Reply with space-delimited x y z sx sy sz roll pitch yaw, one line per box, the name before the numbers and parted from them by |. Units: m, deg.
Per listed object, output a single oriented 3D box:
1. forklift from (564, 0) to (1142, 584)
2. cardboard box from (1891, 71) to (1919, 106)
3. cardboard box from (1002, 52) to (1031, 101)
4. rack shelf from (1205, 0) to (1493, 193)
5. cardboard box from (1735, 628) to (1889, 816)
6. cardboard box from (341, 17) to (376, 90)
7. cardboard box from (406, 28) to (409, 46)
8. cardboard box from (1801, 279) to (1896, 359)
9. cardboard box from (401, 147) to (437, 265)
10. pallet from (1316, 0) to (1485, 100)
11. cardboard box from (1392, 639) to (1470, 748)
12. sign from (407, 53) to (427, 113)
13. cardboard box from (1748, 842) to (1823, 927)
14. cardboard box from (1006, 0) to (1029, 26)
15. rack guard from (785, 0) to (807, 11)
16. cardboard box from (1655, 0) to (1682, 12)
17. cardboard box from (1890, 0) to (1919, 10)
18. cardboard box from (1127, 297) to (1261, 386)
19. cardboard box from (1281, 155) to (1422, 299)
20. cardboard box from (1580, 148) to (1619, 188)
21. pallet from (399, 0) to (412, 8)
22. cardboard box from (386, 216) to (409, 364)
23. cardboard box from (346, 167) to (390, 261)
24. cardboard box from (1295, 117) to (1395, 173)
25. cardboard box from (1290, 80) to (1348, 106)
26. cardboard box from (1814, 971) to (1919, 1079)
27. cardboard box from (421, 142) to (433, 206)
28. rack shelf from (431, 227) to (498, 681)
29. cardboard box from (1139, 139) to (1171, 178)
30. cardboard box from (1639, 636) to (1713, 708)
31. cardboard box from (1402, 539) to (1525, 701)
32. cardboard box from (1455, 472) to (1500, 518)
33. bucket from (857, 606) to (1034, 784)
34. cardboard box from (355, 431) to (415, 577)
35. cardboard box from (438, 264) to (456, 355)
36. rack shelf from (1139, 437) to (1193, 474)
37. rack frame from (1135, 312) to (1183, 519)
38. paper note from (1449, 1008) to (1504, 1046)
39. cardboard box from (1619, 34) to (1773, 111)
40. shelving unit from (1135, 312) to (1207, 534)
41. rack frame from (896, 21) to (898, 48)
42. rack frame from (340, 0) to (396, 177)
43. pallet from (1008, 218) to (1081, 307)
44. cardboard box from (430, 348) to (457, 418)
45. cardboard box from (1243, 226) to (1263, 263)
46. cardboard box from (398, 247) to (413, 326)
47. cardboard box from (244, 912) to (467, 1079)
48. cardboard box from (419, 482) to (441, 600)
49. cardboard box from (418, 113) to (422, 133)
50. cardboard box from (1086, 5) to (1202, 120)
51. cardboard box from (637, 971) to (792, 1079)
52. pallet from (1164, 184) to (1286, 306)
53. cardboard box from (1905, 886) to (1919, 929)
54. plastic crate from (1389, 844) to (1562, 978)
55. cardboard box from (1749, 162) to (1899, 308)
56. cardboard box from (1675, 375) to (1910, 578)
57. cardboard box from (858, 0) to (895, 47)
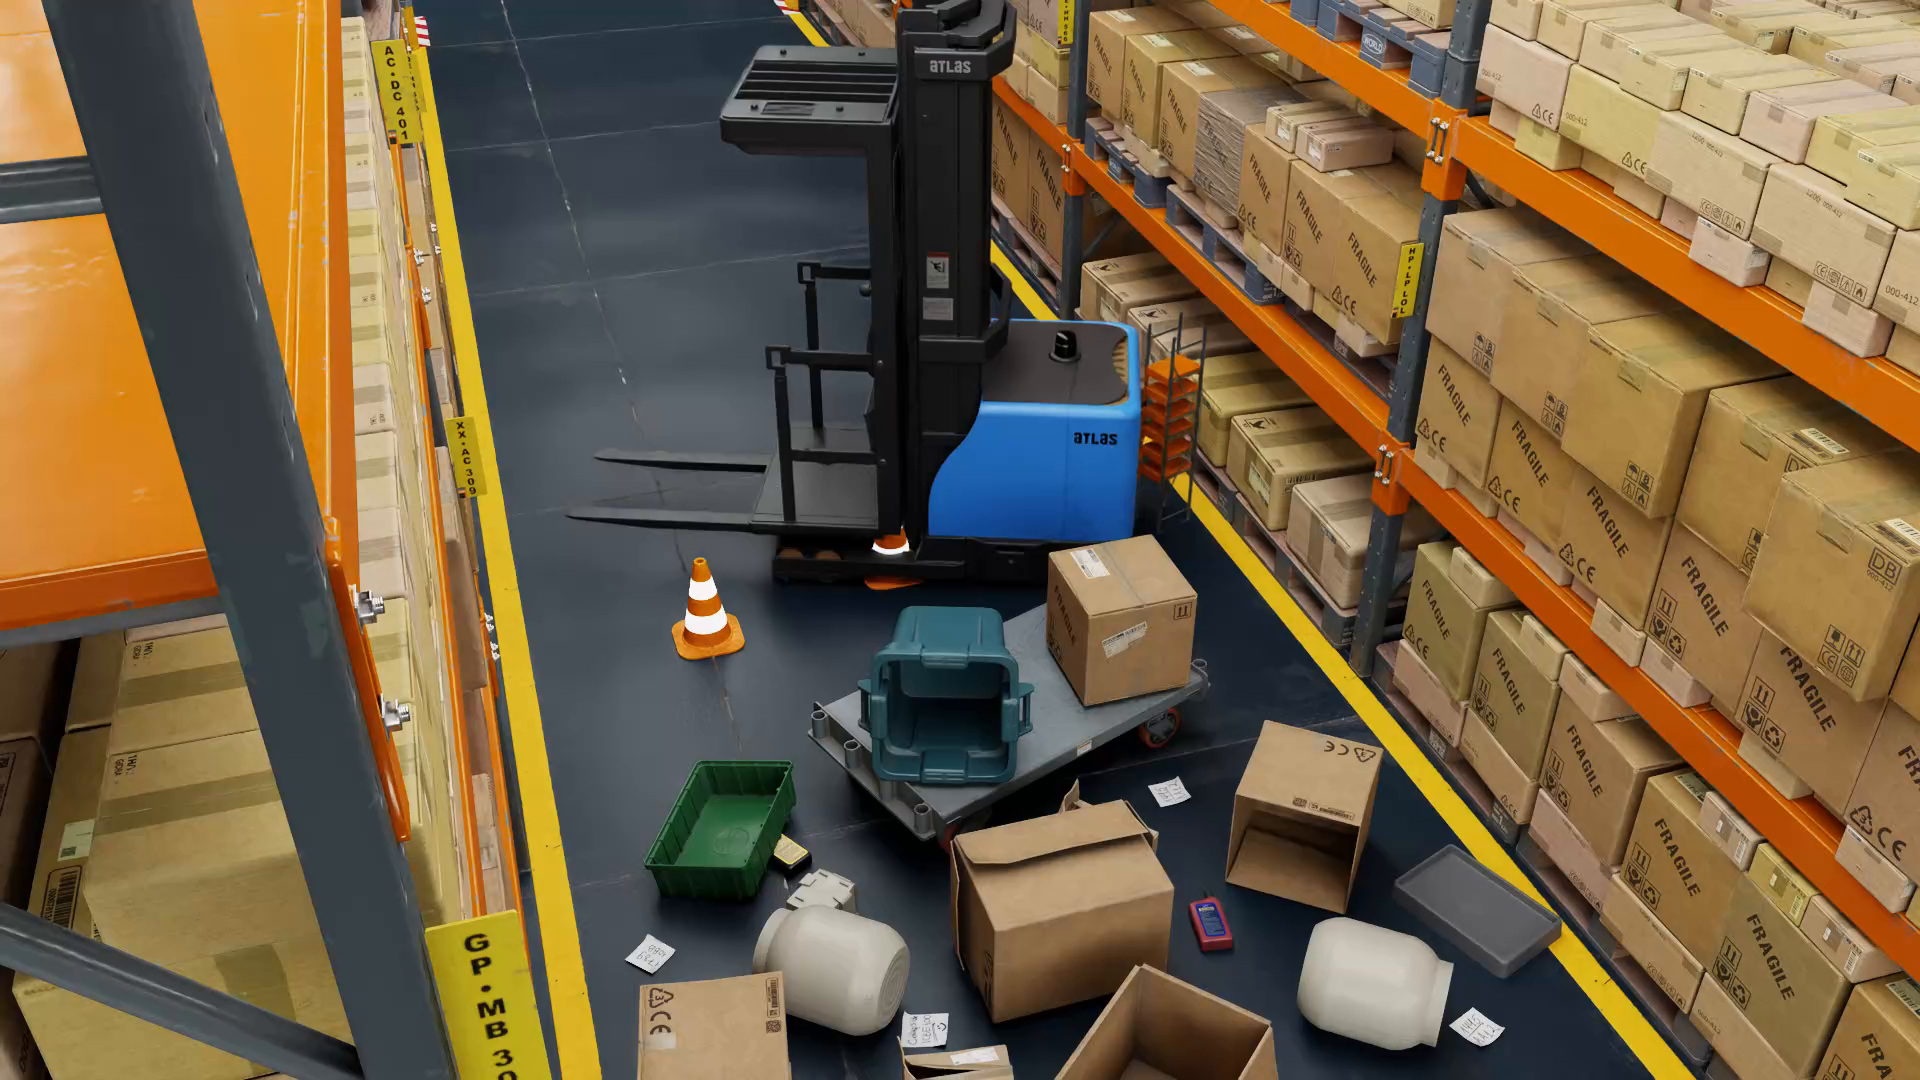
forklift | -0.576 -1.288 8.360 3.031 2.935 1.130 2 34 4
cardboard box | 3.157 -1.371 5.207 0.380 0.149 0.250 -10 35 -14
cardboard box | 0.601 -3.216 11.352 0.500 0.250 0.500 -9 35 -14
rack shelf | 1.783 -2.693 8.355 1.077 0.370 4.000 -10 35 -15
cardboard box | 2.888 0.477 5.266 0.500 0.500 0.500 -10 35 -15
cardboard box | -1.875 -1.364 4.724 0.380 0.149 0.250 -10 35 -15
cardboard box | -5.417 -4.733 15.716 0.380 0.149 0.250 -9 35 -13
cardboard box | 2.727 -0.677 4.880 0.380 0.149 0.250 -10 35 -15
cardboard box | -3.117 -1.756 8.916 0.500 0.500 0.500 -10 35 -15
pallet | 2.306 -2.206 7.137 1.213 0.211 1.003 -10 35 -15
cardboard box | 2.316 0.636 7.499 0.500 0.250 0.500 -12 35 -17
sign | -2.983 -2.484 9.058 0.100 0.325 0.005 -10 35 -15
cardboard box | 2.871 1.107 5.519 0.380 0.149 0.250 -9 35 -14
cardboard box | 0.602 -3.746 11.019 0.500 0.500 0.500 -9 35 -14
rack guard | -1.275 -5.961 17.637 1.175 0.500 0.348 -10 35 -15
cardboard box | 2.698 -2.041 6.221 0.380 0.149 0.250 -9 35 -14
cardboard box | 6.398 -3.539 11.025 0.380 0.149 0.250 -10 35 -15
cardboard box | 1.568 -1.186 10.146 0.950 0.372 0.625 -11 35 -16
cardboard box | 1.881 -1.496 7.872 0.500 0.500 0.500 -10 35 -14
cardboard box | 2.462 -1.375 5.936 0.380 0.149 0.250 -10 35 -15
pallet | -3.264 -2.749 7.960 1.213 0.211 1.003 -8 34 -13
cardboard box | -1.591 -0.592 3.918 0.500 0.250 0.500 -10 35 -15
cardboard box | -1.491 -0.701 3.721 0.380 0.149 0.250 -10 35 -15
cardboard box | 1.814 -1.867 7.844 0.380 0.149 0.250 -11 35 -16
cardboard box | 2.065 -2.119 8.814 0.500 0.500 0.500 -11 35 -17
cardboard box | 3.120 1.691 5.222 0.500 0.500 0.500 -10 35 -14
cardboard box | -4.265 -2.792 12.460 0.500 0.500 0.500 -11 35 -16
rack shelf | -2.900 -0.556 7.842 1.077 0.370 4.000 -10 35 -15
cardboard box | 1.253 -2.206 9.535 0.380 0.149 0.250 -10 35 -14
cardboard box | 2.668 0.434 5.920 0.380 0.149 0.250 -10 35 -15
cardboard box | 2.316 0.323 7.293 0.500 0.500 0.500 -8 34 -12
cardboard box | 2.310 -0.243 6.945 0.380 0.149 0.250 -9 35 -13
bucket | -0.053 0.610 7.017 0.726 0.611 0.620 1 23 2
cardboard box | -1.099 -0.030 2.705 0.380 0.149 0.250 -10 35 -14
cardboard box | -3.483 -1.452 10.433 0.500 0.500 0.500 -11 35 -17
rack shelf | 1.122 -0.474 8.995 0.258 0.103 0.180 -23 40 -30
rack frame | 1.067 -0.652 8.963 0.240 1.200 0.006 -23 40 -30
paper note | 1.950 1.835 6.264 0.142 0.019 0.148 -23 40 -31
cardboard box | 2.412 -1.536 5.457 0.380 0.149 0.250 -10 35 -15
shelving unit | 1.122 -0.611 8.903 0.258 1.200 0.189 -23 40 -30
rack frame | -0.047 -4.891 13.751 1.000 3.000 0.127 -10 35 -15
rack frame | -2.290 -2.309 4.401 1.000 3.000 0.127 -10 35 -15
pallet | 1.004 -2.055 11.987 1.003 0.211 1.213 -10 35 -15
cardboard box | -2.349 -0.434 6.914 0.500 0.500 0.500 -10 35 -14
cardboard box | 1.676 -1.523 8.501 0.380 0.149 0.250 -10 35 -15
cardboard box | -1.640 -0.630 4.337 0.380 0.149 0.250 -10 35 -15
cardboard box | -0.869 0.697 2.329 0.380 0.149 0.250 -10 35 -14
cardboard box | -1.254 0.034 3.332 0.380 0.149 0.250 -10 35 -15
cardboard box | -4.536 -3.360 13.369 0.380 0.149 0.250 -8 34 -13
cardboard box | 1.090 -2.857 9.931 0.500 0.500 0.500 -11 35 -16
cardboard box | -0.839 1.879 5.771 0.500 0.500 0.500 -4 34 -6
pallet | 1.816 -1.679 9.063 1.003 0.211 1.213 -10 35 -15
cardboard box | 3.055 1.101 4.911 0.380 0.149 0.250 -11 35 -16
plastic crate | 2.091 1.489 6.744 0.402 0.080 0.583 -23 40 -31
cardboard box | 2.729 -0.928 4.899 0.500 0.250 0.500 -10 35 -14
cardboard box | 2.829 -0.208 5.396 0.700 0.500 0.500 -10 35 -15
cardboard box | -0.410 -4.815 15.579 0.875 0.438 0.875 -11 35 -16
